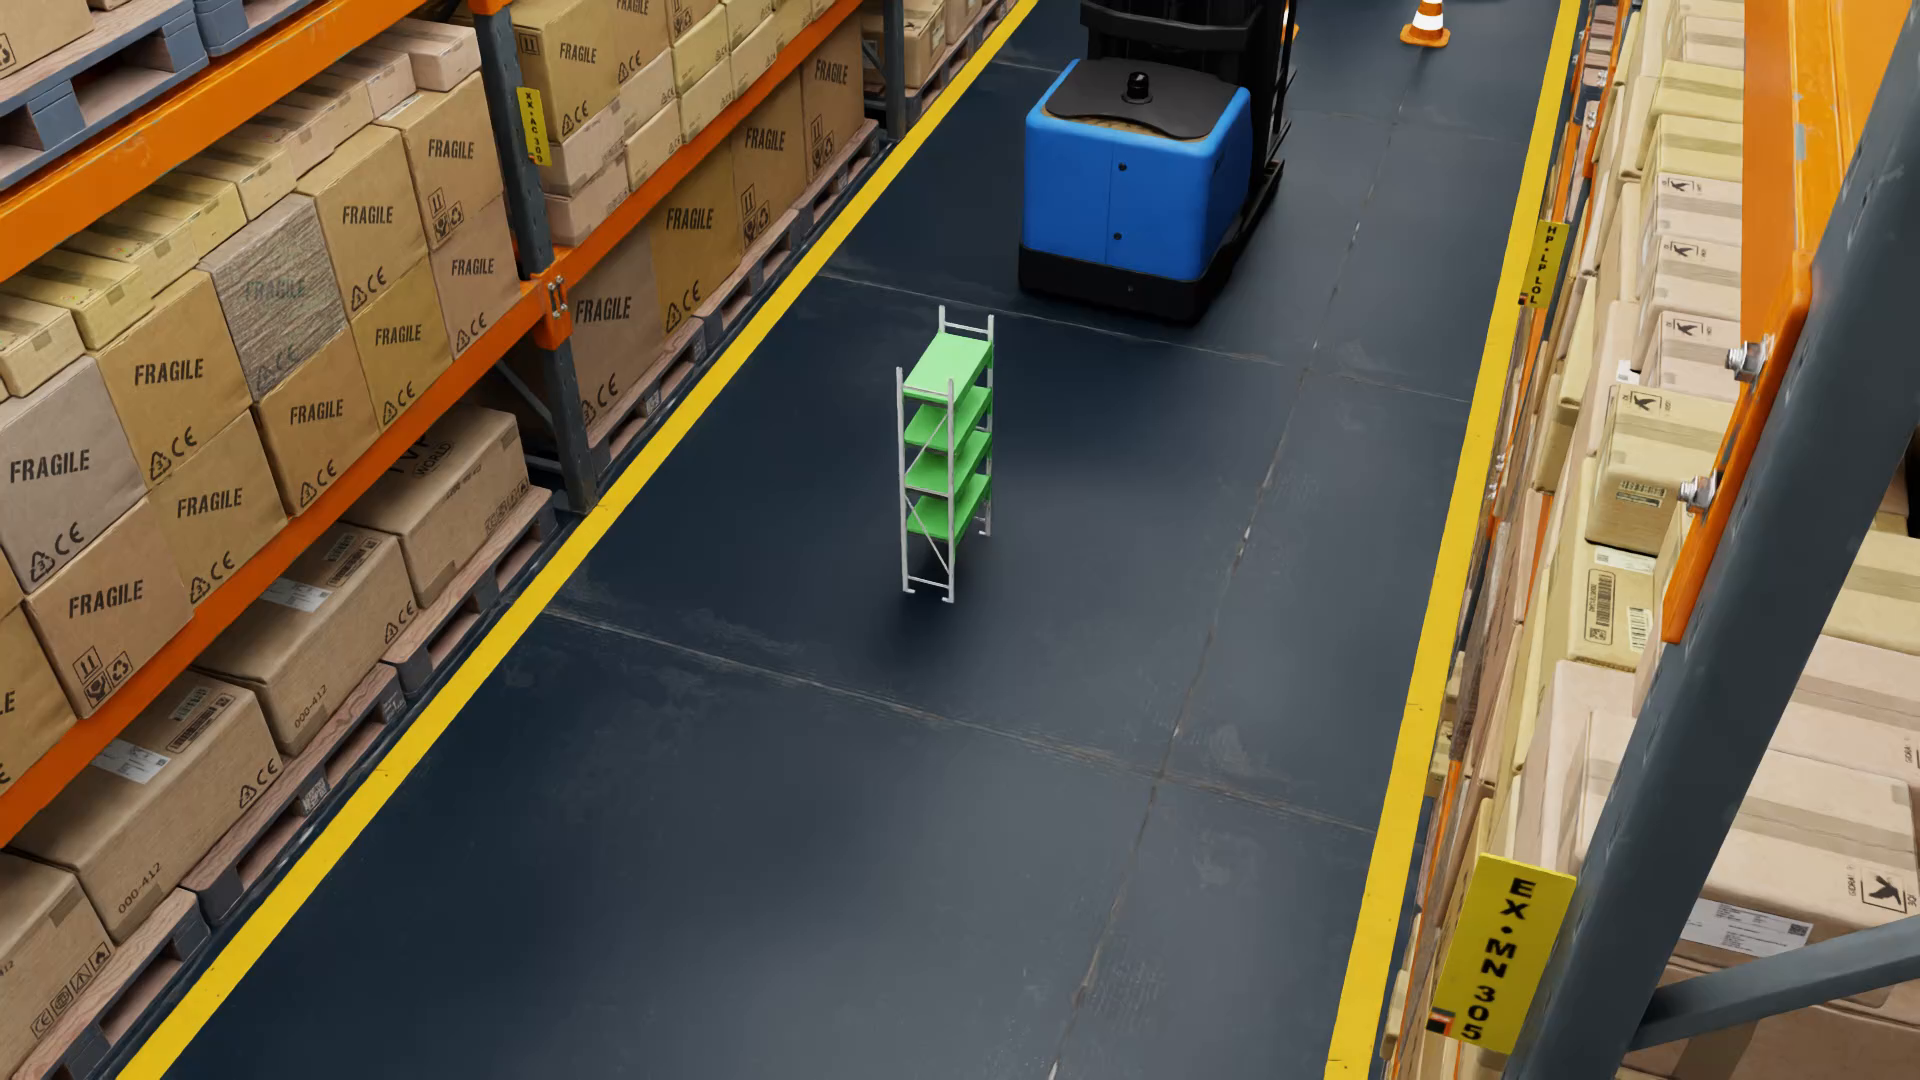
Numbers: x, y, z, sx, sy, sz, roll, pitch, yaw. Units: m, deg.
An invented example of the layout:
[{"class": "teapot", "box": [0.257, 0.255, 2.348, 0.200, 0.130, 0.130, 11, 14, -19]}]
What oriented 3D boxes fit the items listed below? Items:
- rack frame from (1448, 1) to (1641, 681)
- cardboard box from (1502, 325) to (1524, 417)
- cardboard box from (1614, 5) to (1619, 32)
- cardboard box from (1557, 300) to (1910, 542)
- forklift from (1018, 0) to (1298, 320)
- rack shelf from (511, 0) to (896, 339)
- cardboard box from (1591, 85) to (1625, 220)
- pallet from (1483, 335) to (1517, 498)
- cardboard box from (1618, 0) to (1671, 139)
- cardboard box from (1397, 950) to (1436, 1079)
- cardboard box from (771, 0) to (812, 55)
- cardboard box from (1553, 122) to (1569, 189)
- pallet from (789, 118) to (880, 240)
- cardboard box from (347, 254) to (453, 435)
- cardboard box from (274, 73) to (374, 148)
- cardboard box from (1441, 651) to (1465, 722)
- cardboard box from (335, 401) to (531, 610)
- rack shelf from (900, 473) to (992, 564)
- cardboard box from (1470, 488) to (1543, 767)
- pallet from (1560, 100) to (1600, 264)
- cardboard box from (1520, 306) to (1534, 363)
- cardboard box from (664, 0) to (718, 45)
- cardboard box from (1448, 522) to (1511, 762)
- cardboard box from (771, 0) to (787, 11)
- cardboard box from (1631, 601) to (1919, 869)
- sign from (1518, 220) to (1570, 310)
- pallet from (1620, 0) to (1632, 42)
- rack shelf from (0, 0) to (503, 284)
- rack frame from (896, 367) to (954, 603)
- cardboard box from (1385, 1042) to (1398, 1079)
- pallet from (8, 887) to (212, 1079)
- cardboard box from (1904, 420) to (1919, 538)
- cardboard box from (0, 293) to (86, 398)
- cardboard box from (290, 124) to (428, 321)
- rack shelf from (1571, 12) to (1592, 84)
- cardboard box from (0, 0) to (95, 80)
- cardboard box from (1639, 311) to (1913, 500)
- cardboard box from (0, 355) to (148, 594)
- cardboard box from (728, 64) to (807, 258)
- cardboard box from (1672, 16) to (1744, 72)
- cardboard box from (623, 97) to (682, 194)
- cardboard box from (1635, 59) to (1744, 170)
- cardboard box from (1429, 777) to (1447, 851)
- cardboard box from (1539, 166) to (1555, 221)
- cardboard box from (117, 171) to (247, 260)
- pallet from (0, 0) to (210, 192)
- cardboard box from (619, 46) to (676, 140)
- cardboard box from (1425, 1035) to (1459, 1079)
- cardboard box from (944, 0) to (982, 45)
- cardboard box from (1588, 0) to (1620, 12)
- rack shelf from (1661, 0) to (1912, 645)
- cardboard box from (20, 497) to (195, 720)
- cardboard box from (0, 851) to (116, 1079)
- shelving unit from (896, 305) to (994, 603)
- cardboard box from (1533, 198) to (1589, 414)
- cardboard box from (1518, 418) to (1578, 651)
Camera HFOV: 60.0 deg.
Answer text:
[{"class": "rack frame", "box": [2.480, -0.360, 5.815, 1.000, 3.000, 0.127, 13, 42, 15]}, {"class": "cardboard box", "box": [2.852, -0.701, 7.816, 0.500, 0.500, 0.500, 12, 42, 14]}, {"class": "cardboard box", "box": [3.505, -2.636, 8.352, 0.380, 0.149, 0.250, 13, 42, 14]}, {"class": "cardboard box", "box": [1.382, -0.156, 2.995, 0.500, 0.250, 0.500, 14, 42, 16]}, {"class": "forklift", "box": [1.351, -3.266, 9.274, 1.130, 2.935, 3.031, 15, 43, 17]}, {"class": "rack shelf", "box": [-1.522, -2.343, 8.693, 1.077, 0.370, 4.000, 13, 42, 15]}, {"class": "cardboard box", "box": [1.911, -0.913, 4.267, 0.500, 0.250, 0.500, 13, 42, 14]}, {"class": "pallet", "box": [3.161, -0.521, 8.152, 1.003, 0.211, 1.213, 13, 42, 15]}, {"class": "cardboard box", "box": [1.915, -1.091, 4.091, 0.500, 0.250, 0.500, 13, 42, 15]}, {"class": "cardboard box", "box": [1.205, 1.284, 3.581, 0.500, 0.500, 0.500, 13, 42, 14]}, {"class": "cardboard box", "box": [-1.114, -2.795, 8.784, 0.500, 0.250, 0.500, 13, 42, 15]}, {"class": "cardboard box", "box": [3.385, -1.927, 8.676, 0.500, 0.250, 0.500, 11, 42, 13]}, {"class": "pallet", "box": [-1.179, -2.312, 10.251, 1.003, 0.211, 1.213, 13, 42, 15]}, {"class": "cardboard box", "box": [-2.295, -0.780, 6.230, 0.500, 0.500, 0.500, 12, 42, 14]}, {"class": "cardboard box", "box": [-2.299, -1.517, 5.824, 0.380, 0.149, 0.250, 13, 42, 15]}, {"class": "cardboard box", "box": [2.055, 0.602, 6.331, 0.380, 0.149, 0.250, 15, 43, 17]}, {"class": "cardboard box", "box": [-2.522, -0.223, 7.304, 0.875, 0.438, 0.875, 13, 42, 14]}, {"class": "rack shelf", "box": [-0.057, -0.124, 7.393, 0.258, 0.148, 0.480, 13, 42, 15]}, {"class": "cardboard box", "box": [1.556, 0.262, 4.009, 0.500, 0.500, 0.500, 12, 42, 14]}, {"class": "pallet", "box": [3.210, -1.510, 7.311, 1.003, 0.211, 1.213, 13, 42, 15]}, {"class": "cardboard box", "box": [2.853, -1.001, 7.590, 0.500, 0.250, 0.500, 12, 42, 13]}, {"class": "cardboard box", "box": [-1.464, -2.642, 7.642, 0.500, 0.500, 0.500, 12, 42, 14]}, {"class": "cardboard box", "box": [1.705, 0.337, 4.691, 0.500, 0.500, 0.500, 12, 42, 14]}, {"class": "cardboard box", "box": [-1.093, -2.988, 8.625, 0.500, 0.250, 0.500, 12, 42, 14]}, {"class": "cardboard box", "box": [1.106, 0.252, 2.209, 0.380, 0.149, 0.250, 14, 42, 16]}, {"class": "sign", "box": [1.957, -0.922, 5.581, 0.100, 0.325, 0.005, 13, 42, 15]}, {"class": "pallet", "box": [2.791, -1.783, 5.316, 1.213, 0.211, 1.003, 13, 42, 15]}, {"class": "rack shelf", "box": [-2.890, -1.045, 4.860, 1.077, 0.370, 4.000, 13, 42, 15]}, {"class": "rack frame", "box": [-0.140, -0.207, 7.021, 0.240, 1.200, 0.015, 13, 42, 15]}, {"class": "cardboard box", "box": [1.471, 1.718, 5.023, 0.380, 0.149, 0.250, 15, 43, 17]}, {"class": "pallet", "box": [-3.374, 1.598, 5.668, 1.003, 0.211, 1.213, 13, 42, 15]}, {"class": "cardboard box", "box": [1.868, -0.029, 2.846, 0.500, 0.250, 0.500, 14, 42, 16]}, {"class": "cardboard box", "box": [-2.735, -0.566, 4.708, 0.380, 0.149, 0.250, 14, 42, 15]}, {"class": "cardboard box", "box": [-2.289, -1.159, 5.903, 0.500, 0.500, 0.500, 13, 42, 14]}, {"class": "rack shelf", "box": [4.532, -3.746, 10.337, 1.077, 0.370, 4.000, 13, 42, 15]}, {"class": "cardboard box", "box": [-2.744, -1.531, 4.398, 0.500, 0.500, 0.500, 14, 42, 16]}, {"class": "cardboard box", "box": [1.345, -0.226, 2.770, 0.380, 0.149, 0.250, 12, 42, 14]}, {"class": "cardboard box", "box": [-2.803, -0.238, 4.824, 0.500, 0.500, 0.500, 13, 42, 15]}, {"class": "cardboard box", "box": [-1.461, -2.242, 9.334, 0.875, 0.875, 0.875, 14, 42, 16]}, {"class": "cardboard box", "box": [1.795, -1.027, 3.709, 0.380, 0.149, 0.250, 12, 42, 14]}, {"class": "cardboard box", "box": [-1.632, -1.866, 7.695, 0.500, 0.250, 0.500, 12, 42, 14]}, {"class": "cardboard box", "box": [1.658, -0.871, 3.526, 0.380, 0.149, 0.250, 15, 43, 17]}, {"class": "cardboard box", "box": [1.927, 1.041, 6.045, 0.380, 0.149, 0.250, 13, 42, 15]}, {"class": "cardboard box", "box": [3.366, -1.634, 8.910, 0.500, 0.500, 0.500, 12, 42, 13]}, {"class": "cardboard box", "box": [-2.509, -1.038, 5.262, 0.380, 0.149, 0.250, 12, 42, 14]}, {"class": "pallet", "box": [-2.914, -1.266, 4.634, 1.003, 0.211, 1.213, 13, 42, 15]}, {"class": "cardboard box", "box": [-1.639, -2.060, 7.538, 0.500, 0.250, 0.500, 14, 42, 16]}, {"class": "cardboard box", "box": [1.035, 1.214, 2.893, 0.500, 0.500, 0.500, 12, 42, 14]}, {"class": "cardboard box", "box": [-0.391, -3.791, 11.537, 0.950, 0.372, 0.625, 13, 42, 14]}, {"class": "cardboard box", "box": [3.750, -3.172, 9.034, 0.500, 0.500, 0.500, 13, 42, 15]}, {"class": "rack shelf", "box": [1.796, -1.148, 2.672, 1.077, 0.370, 4.000, 13, 42, 15]}, {"class": "cardboard box", "box": [-2.802, 0.155, 5.134, 0.500, 0.500, 0.500, 13, 42, 15]}, {"class": "cardboard box", "box": [-3.442, 1.433, 5.364, 0.875, 0.438, 0.875, 12, 42, 14]}, {"class": "shelving unit", "box": [-0.057, -0.355, 7.196, 0.258, 1.200, 0.503, 13, 42, 15]}, {"class": "cardboard box", "box": [2.097, -0.671, 5.102, 0.500, 0.500, 0.500, 14, 43, 16]}, {"class": "cardboard box", "box": [1.369, 0.047, 3.142, 0.500, 0.250, 0.500, 15, 43, 17]}]
